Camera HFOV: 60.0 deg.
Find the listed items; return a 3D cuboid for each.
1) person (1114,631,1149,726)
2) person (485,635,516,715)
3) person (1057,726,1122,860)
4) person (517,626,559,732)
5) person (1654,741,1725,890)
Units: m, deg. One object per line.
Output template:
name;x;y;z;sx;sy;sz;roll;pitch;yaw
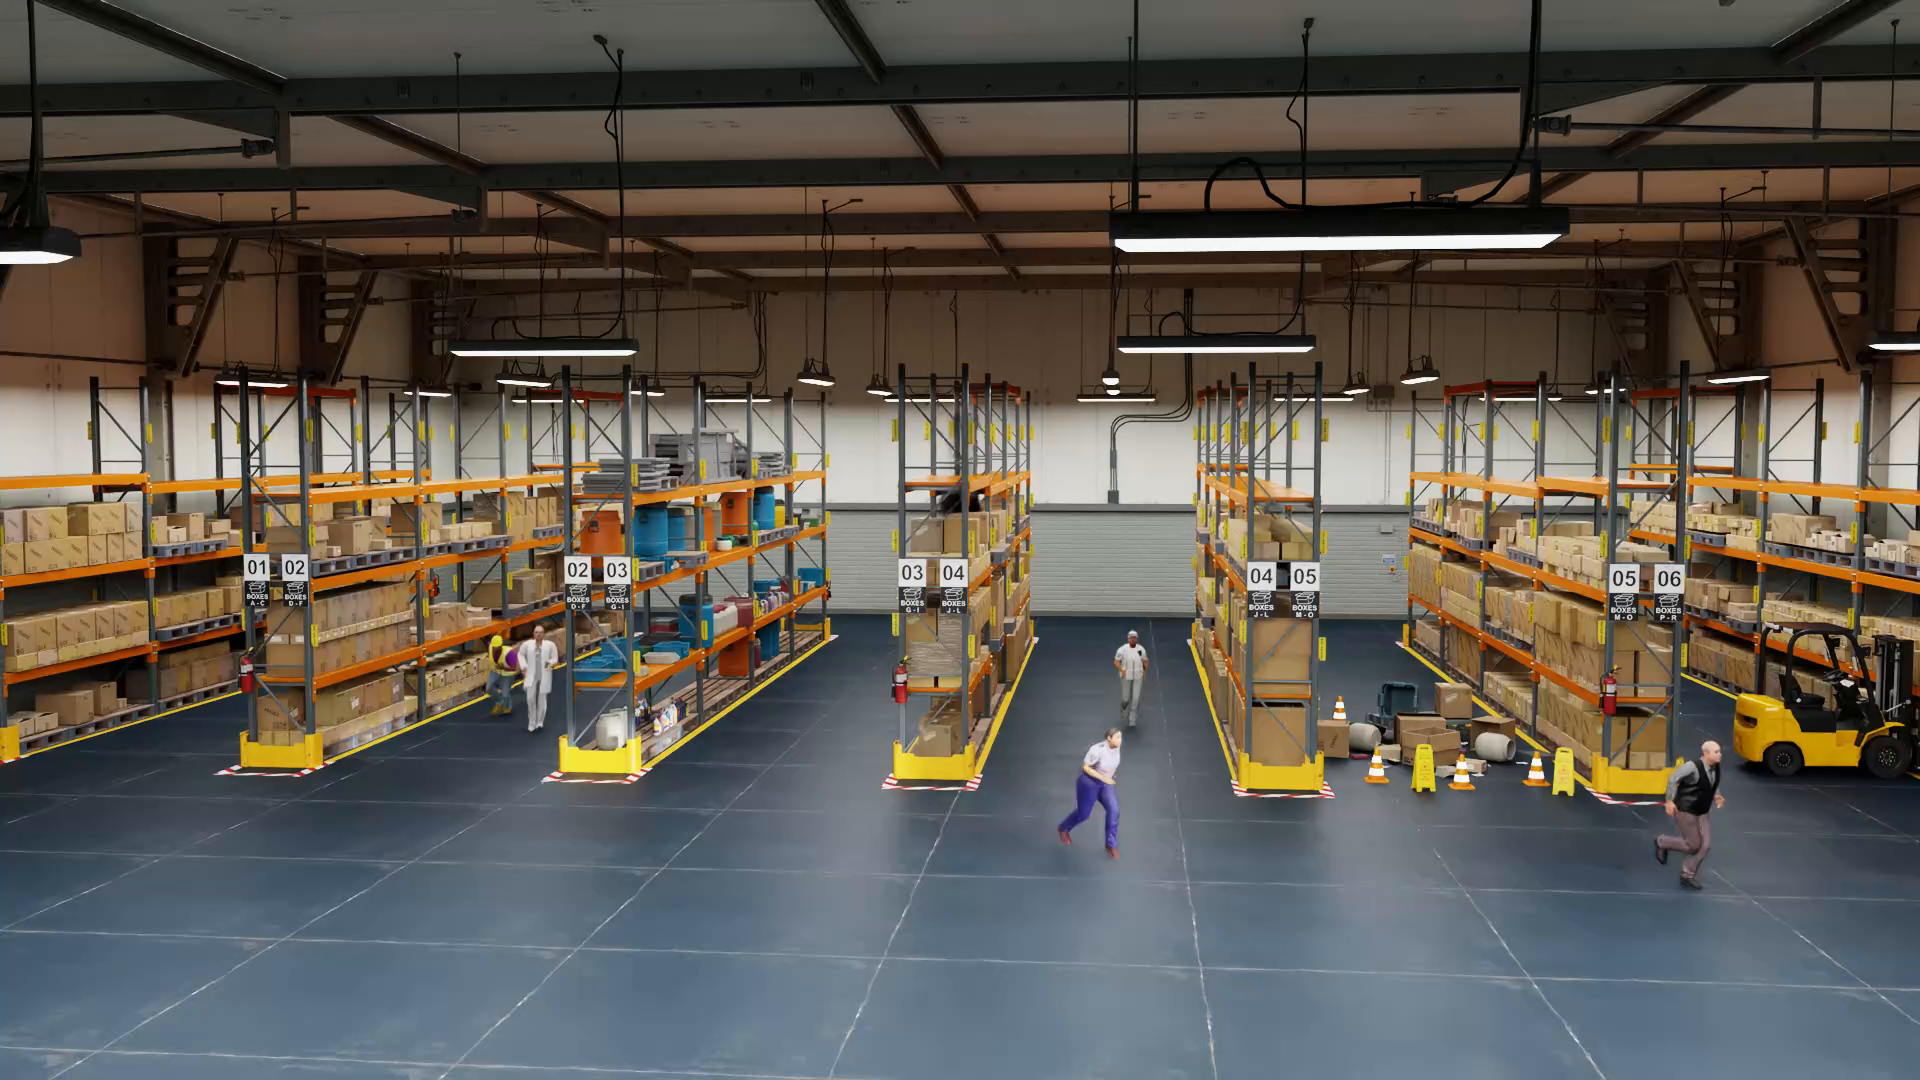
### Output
person;2.948;2.362;28.526;0.595;1.622;0.560;0;4;-3
person;-8.054;2.366;29.234;0.693;1.478;1.064;0;4;8
person;1.563;2.972;19.840;0.974;1.613;0.646;3;5;43
person;-7.090;2.335;27.934;0.680;1.784;0.753;-1;4;-13
person;8.082;3.014;18.441;0.653;1.660;0.767;-2;4;-33
